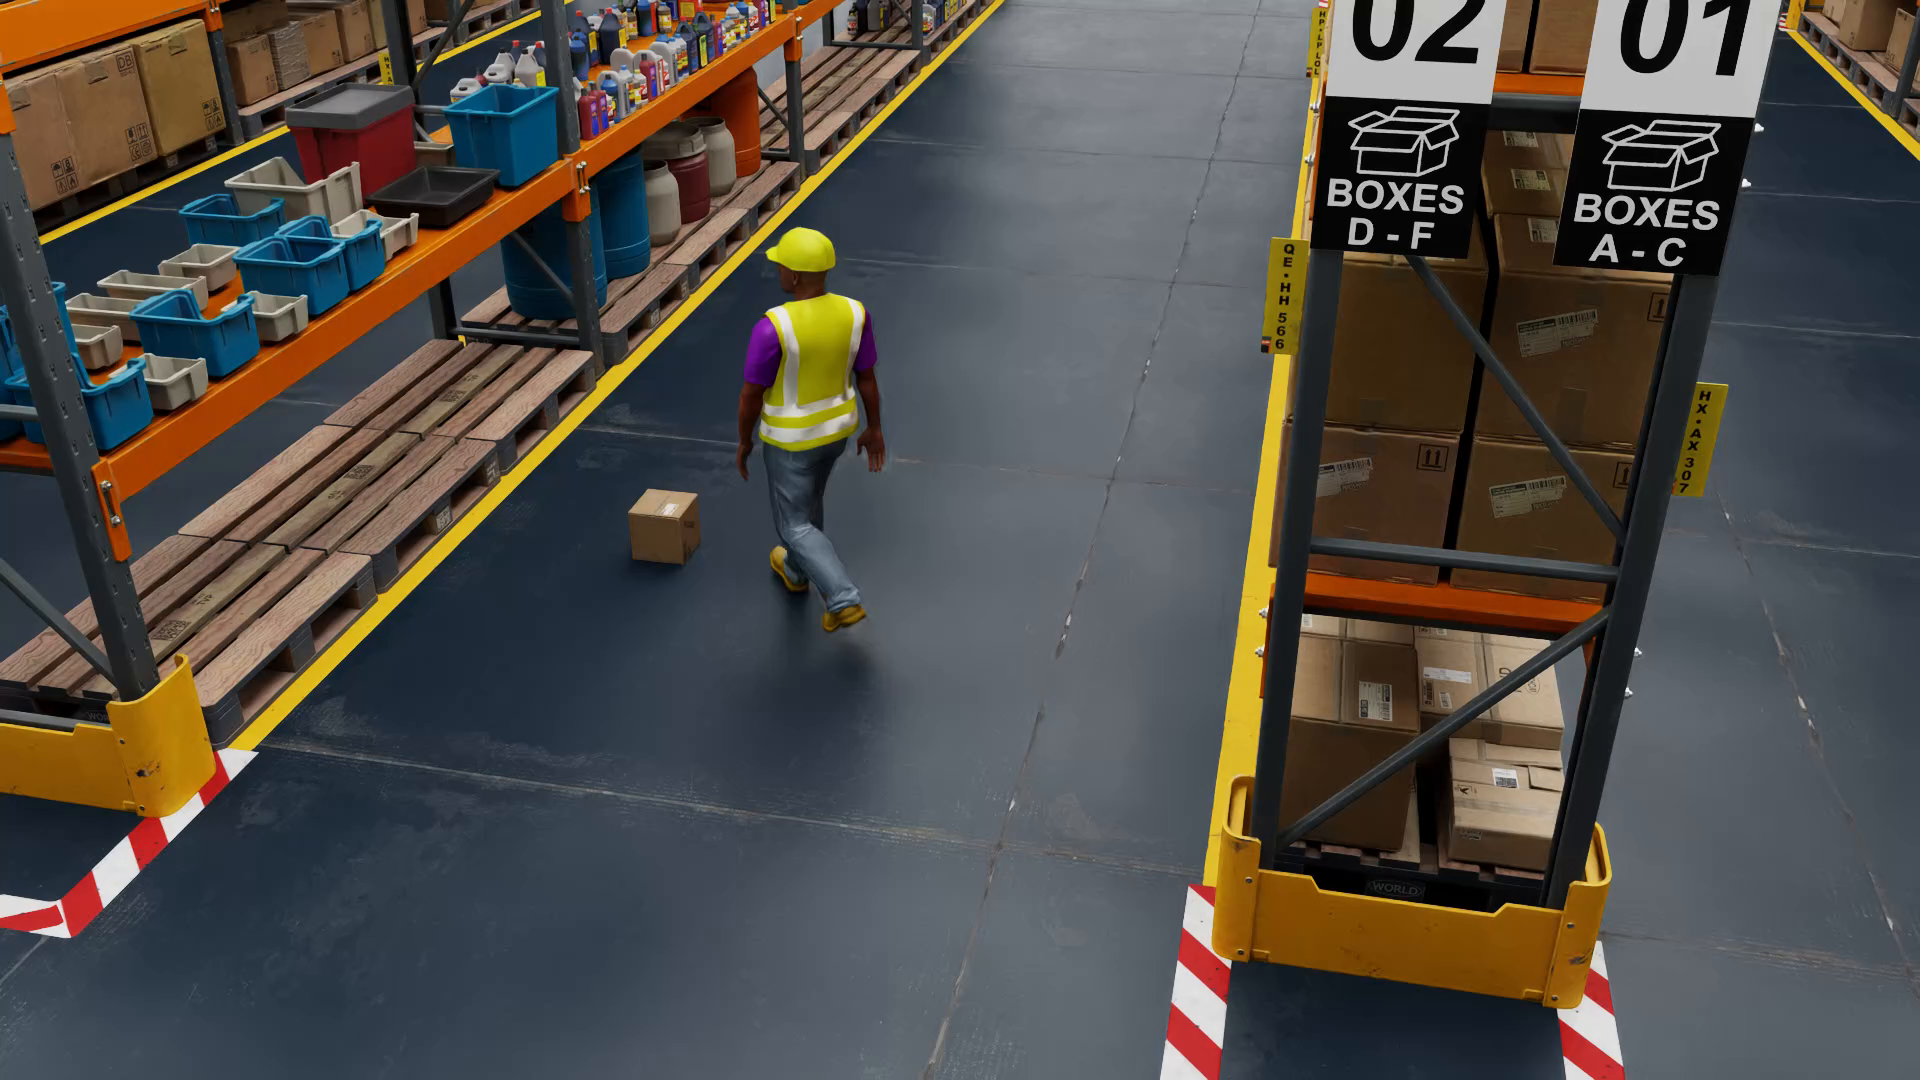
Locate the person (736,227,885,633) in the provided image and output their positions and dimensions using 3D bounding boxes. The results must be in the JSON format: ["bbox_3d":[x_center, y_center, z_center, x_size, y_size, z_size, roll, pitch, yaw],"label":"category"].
[{"bbox_3d":[-0.632,-0.446,6.930,0.608,1.741,0.947,-20,34,-32],"label":"person"}]
